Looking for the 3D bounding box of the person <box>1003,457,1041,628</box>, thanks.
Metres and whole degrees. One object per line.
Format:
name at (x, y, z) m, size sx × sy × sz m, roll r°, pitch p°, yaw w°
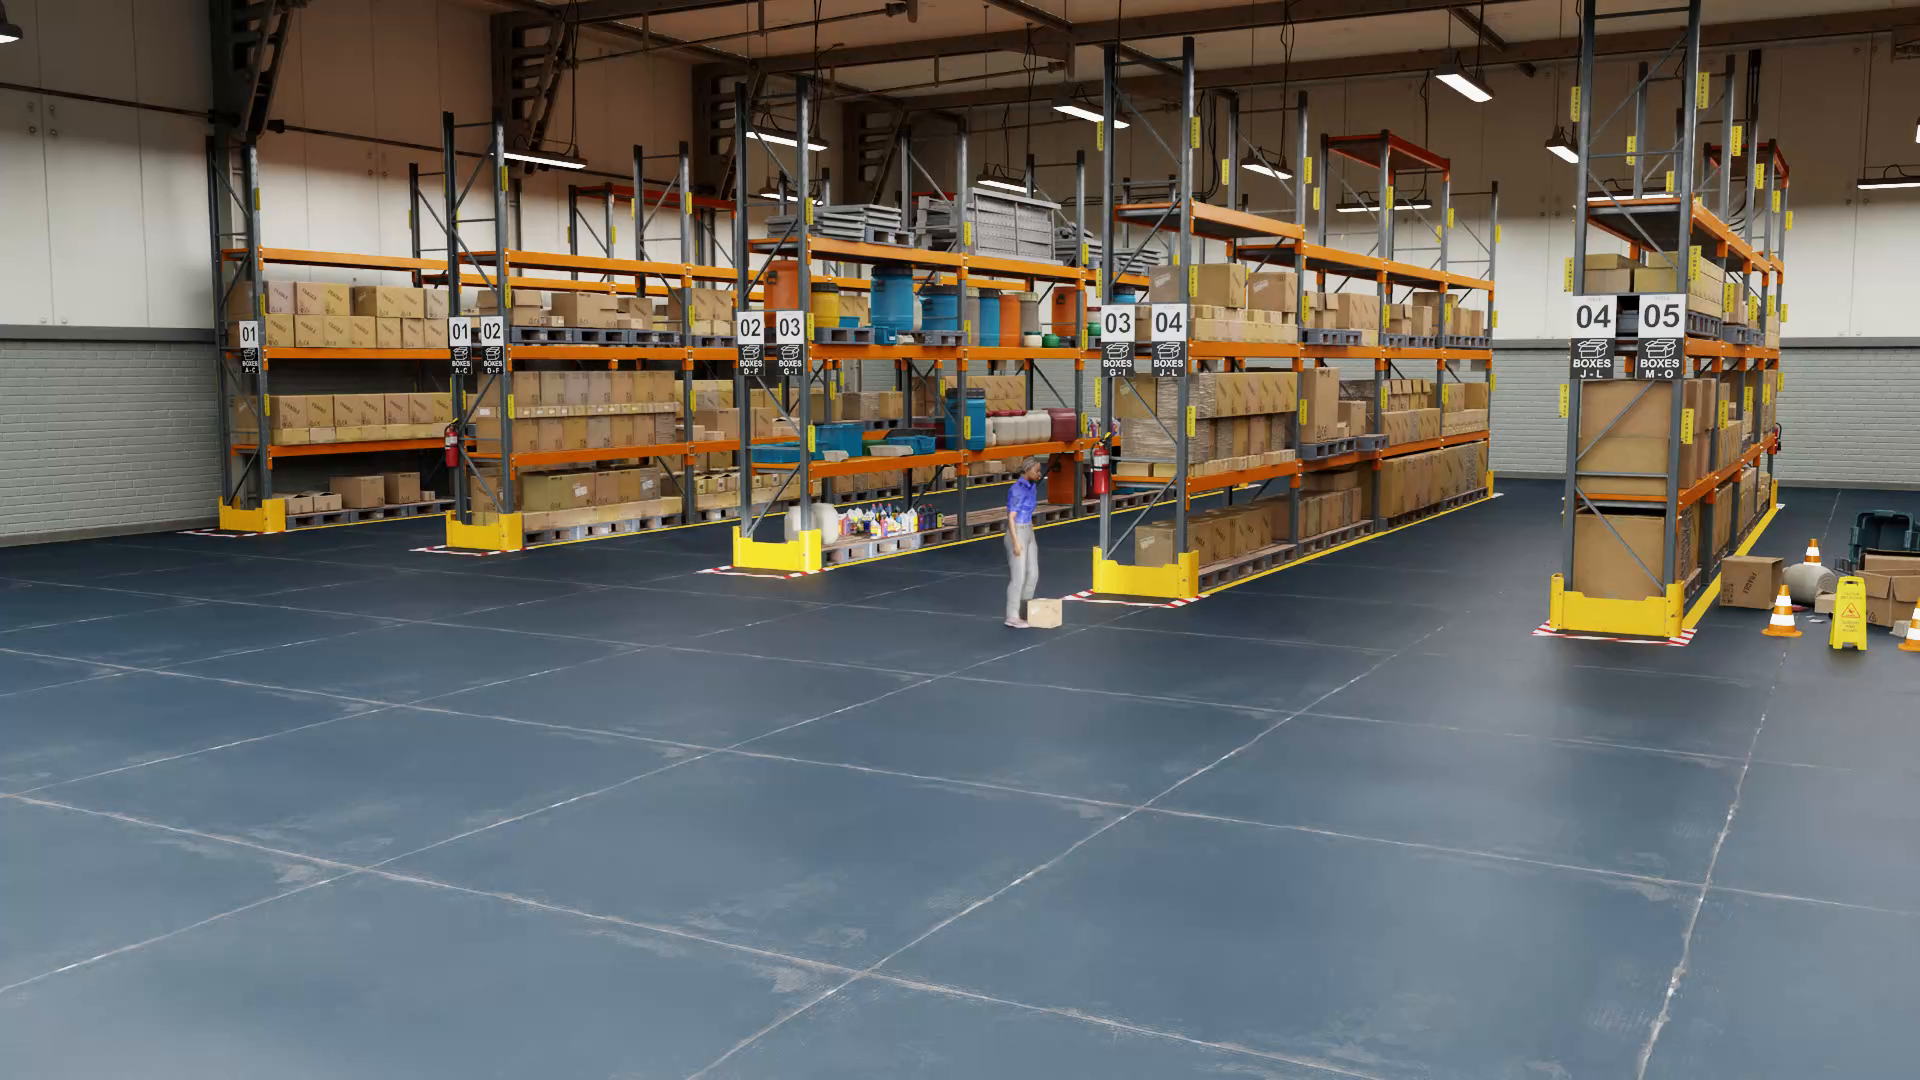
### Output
person at (0.622, 0.008, 16.319) m, size 0.355 × 1.653 × 0.527 m, roll 3°, pitch 7°, yaw 25°
